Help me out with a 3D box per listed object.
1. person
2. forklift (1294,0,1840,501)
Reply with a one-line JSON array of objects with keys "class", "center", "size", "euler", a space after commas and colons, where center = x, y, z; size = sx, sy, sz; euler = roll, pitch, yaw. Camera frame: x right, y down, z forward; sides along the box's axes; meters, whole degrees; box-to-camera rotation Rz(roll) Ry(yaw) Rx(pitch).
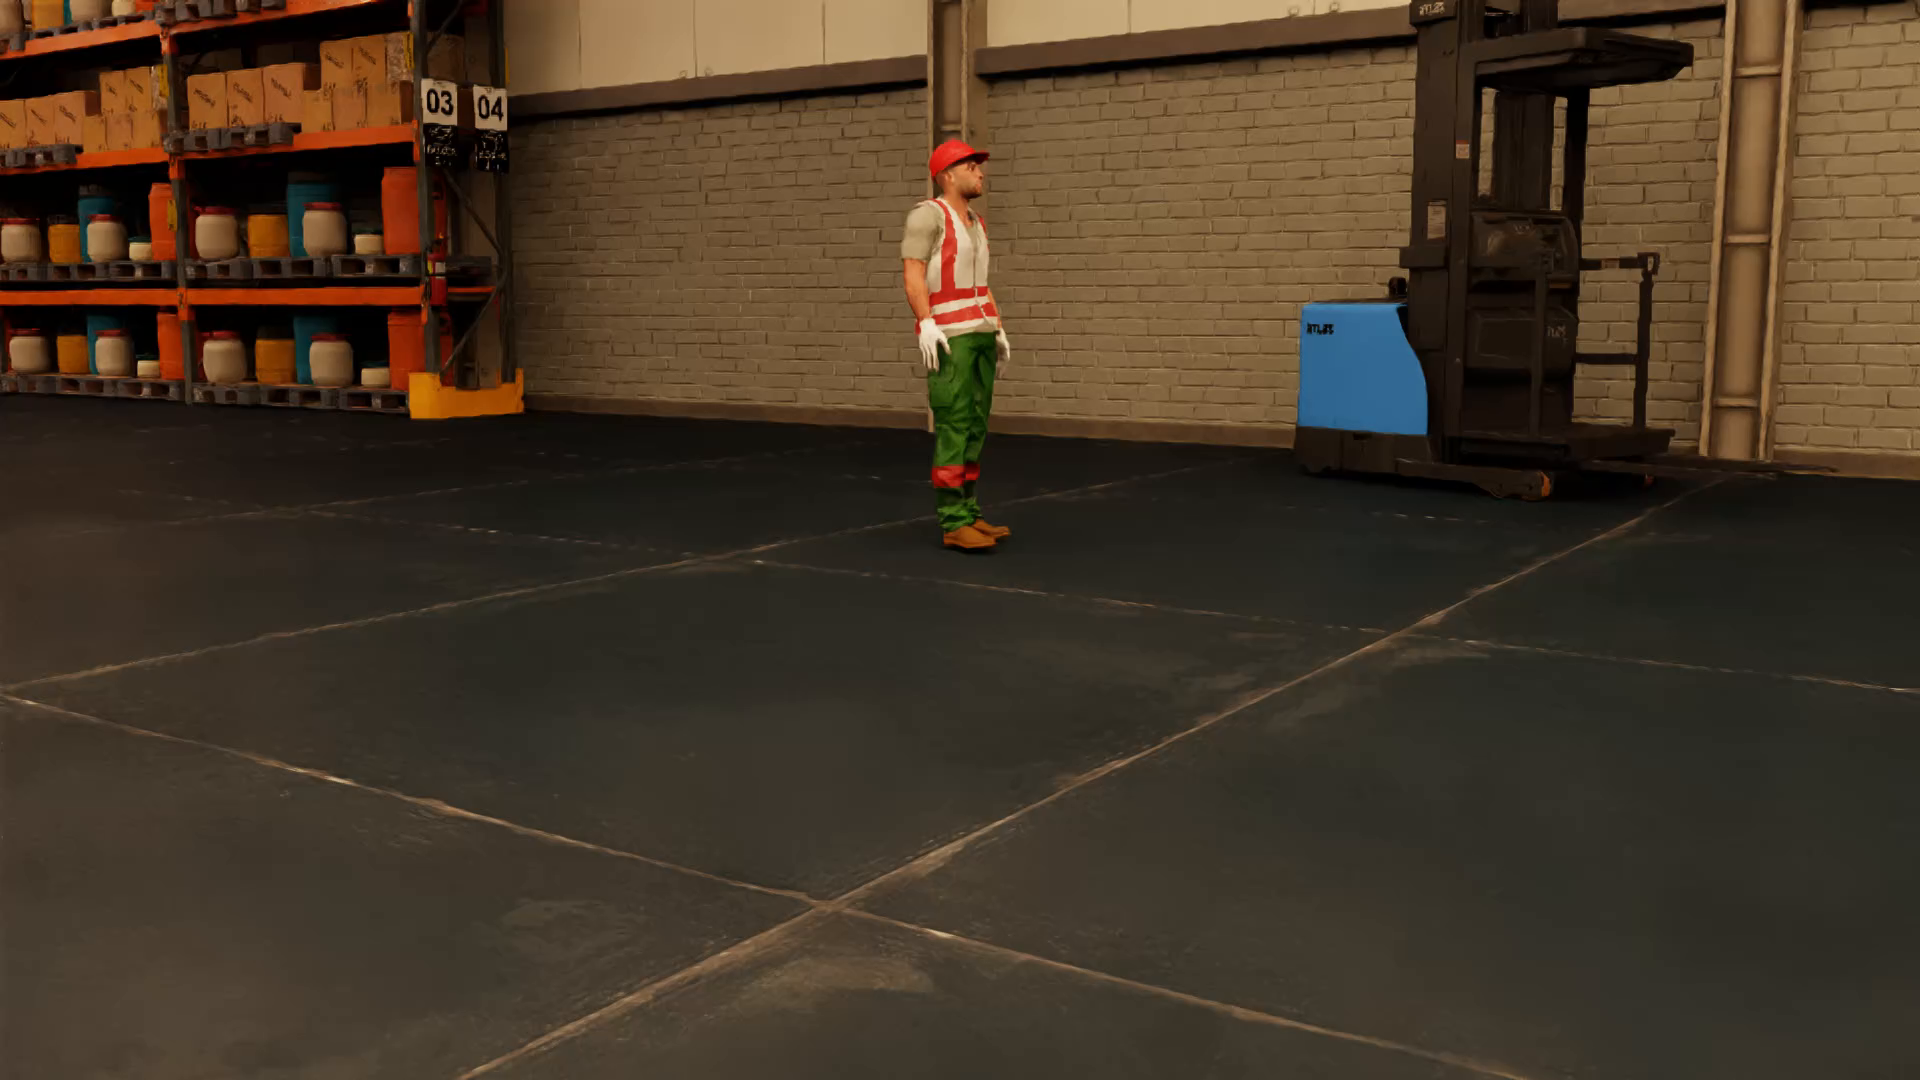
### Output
[{"class": "person", "center": [0.060, -0.885, 7.423], "size": [0.563, 1.787, 0.637], "euler": [5, 10, 34]}, {"class": "forklift", "center": [3.383, -1.739, 9.423], "size": [1.130, 2.935, 3.031], "euler": [-6, 10, -36]}]
